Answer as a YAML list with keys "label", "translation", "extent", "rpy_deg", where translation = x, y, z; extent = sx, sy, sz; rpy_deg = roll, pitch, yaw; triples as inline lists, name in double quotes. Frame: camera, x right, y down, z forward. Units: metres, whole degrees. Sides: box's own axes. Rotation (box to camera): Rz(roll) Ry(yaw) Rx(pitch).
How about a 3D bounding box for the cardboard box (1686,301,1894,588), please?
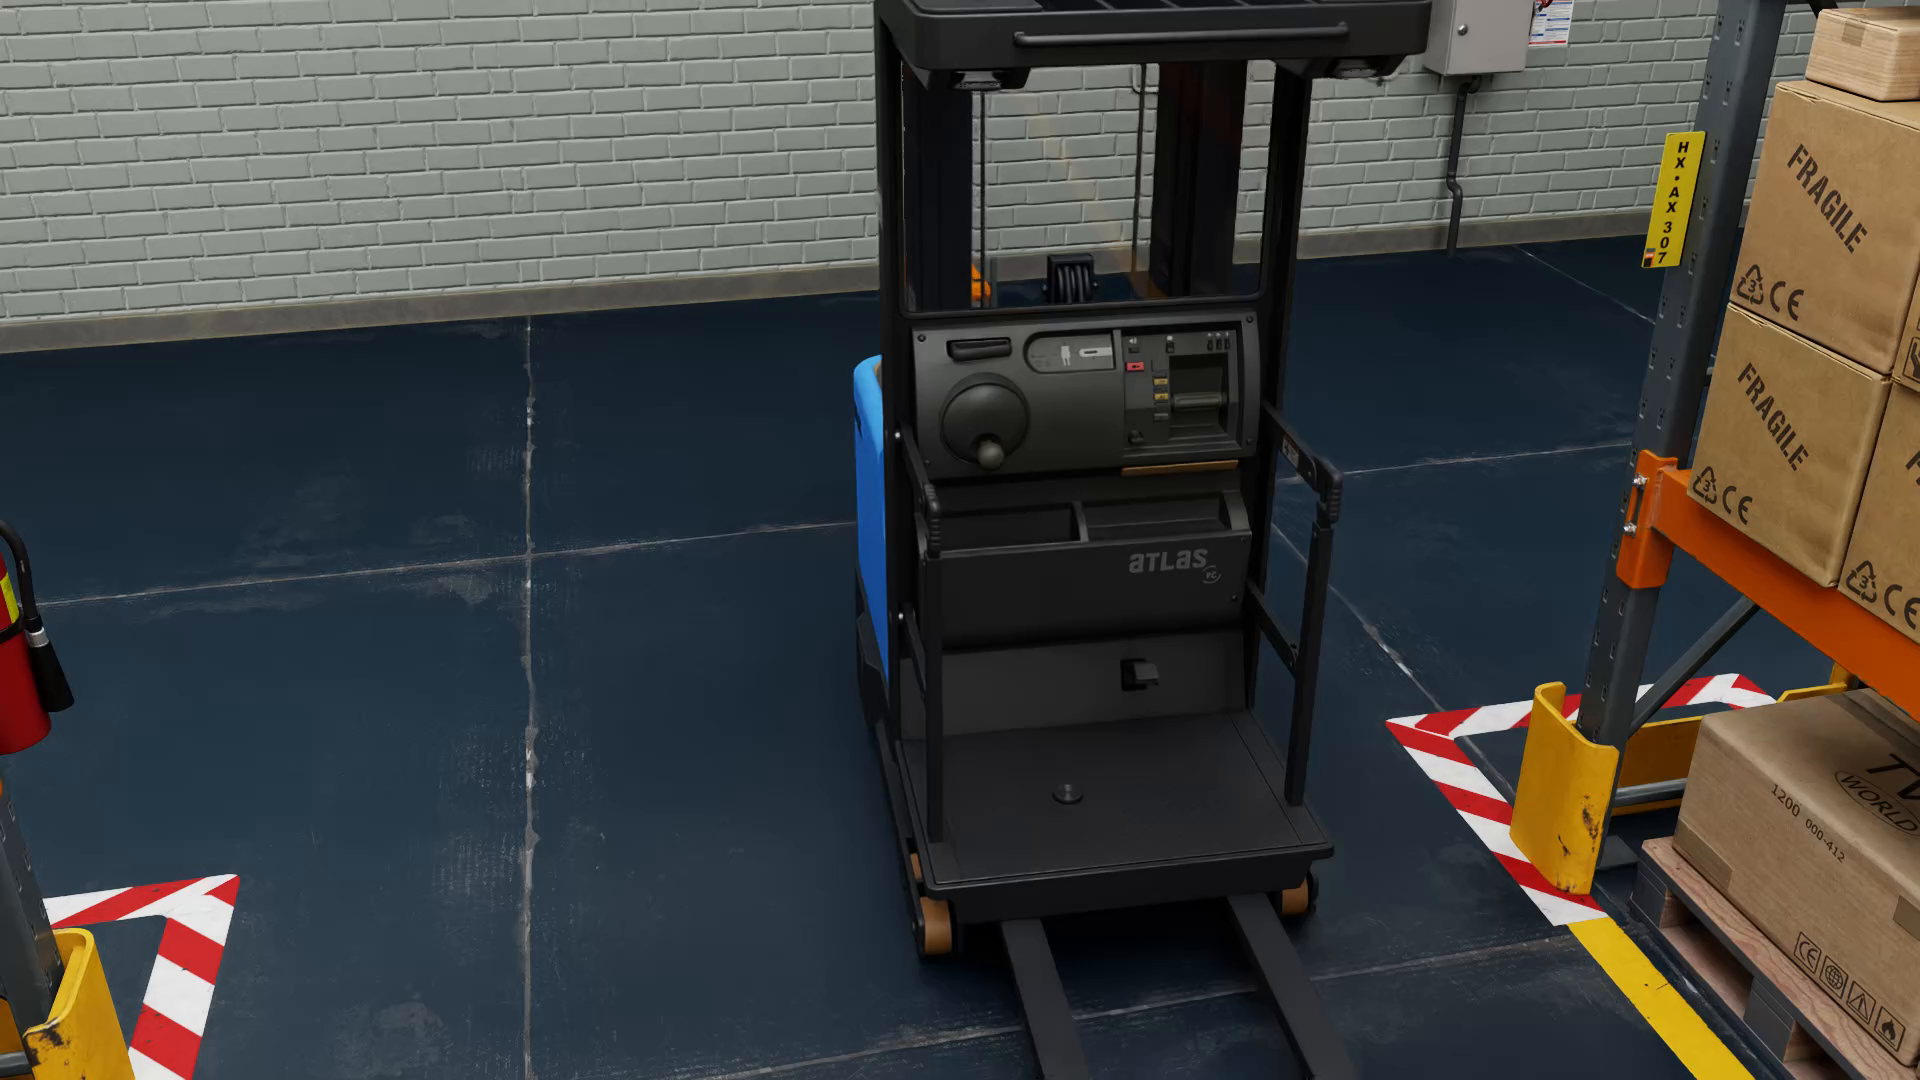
- label: "cardboard box"
  translation: [2.078, -0.249, 3.803]
  extent: [0.500, 0.500, 0.500]
  rpy_deg: [-6, 27, -12]

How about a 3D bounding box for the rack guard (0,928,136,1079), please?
- label: "rack guard"
  translation: [-2.533, 1.252, 3.714]
  extent: [1.175, 0.500, 0.348]
  rpy_deg: [-6, 27, -12]

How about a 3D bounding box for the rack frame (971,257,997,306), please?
- label: "rack frame"
  translation: [0.018, -0.501, 6.411]
  extent: [0.240, 1.200, 0.015]
  rpy_deg: [-6, 27, -12]

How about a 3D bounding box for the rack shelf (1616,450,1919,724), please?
- label: "rack shelf"
  translation: [2.700, 0.755, 2.723]
  extent: [1.077, 0.370, 4.000]
  rpy_deg: [-6, 27, -12]

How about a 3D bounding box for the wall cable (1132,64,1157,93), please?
- label: "wall cable"
  translation: [0.956, -3.385, 8.965]
  extent: [0.585, 1.953, 0.123]
  rpy_deg: [-6, 27, -12]

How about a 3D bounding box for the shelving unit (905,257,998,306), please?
- label: "shelving unit"
  translation: [-0.037, -0.608, 6.624]
  extent: [0.258, 1.200, 0.503]
  rpy_deg: [-6, 27, -12]

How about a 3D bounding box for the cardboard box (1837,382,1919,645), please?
- label: "cardboard box"
  translation: [2.219, -0.030, 3.369]
  extent: [0.500, 0.500, 0.500]
  rpy_deg: [-6, 27, -12]

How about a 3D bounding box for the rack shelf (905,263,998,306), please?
- label: "rack shelf"
  translation: [-0.037, -0.959, 6.447]
  extent: [0.258, 0.148, 0.480]
  rpy_deg: [-6, 27, -12]

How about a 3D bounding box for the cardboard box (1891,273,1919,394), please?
- label: "cardboard box"
  translation: [2.203, -0.469, 3.130]
  extent: [0.500, 0.500, 0.500]
  rpy_deg: [-7, 28, -13]

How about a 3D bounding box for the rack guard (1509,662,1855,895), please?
- label: "rack guard"
  translation: [2.244, 0.661, 4.885]
  extent: [1.175, 0.500, 0.348]
  rpy_deg: [-6, 27, -12]

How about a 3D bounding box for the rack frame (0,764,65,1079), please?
- label: "rack frame"
  translation: [-2.554, 0.103, 3.216]
  extent: [0.949, 2.616, 0.053]
  rpy_deg: [-6, 27, -12]

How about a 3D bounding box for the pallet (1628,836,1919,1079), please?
- label: "pallet"
  translation: [2.506, 1.144, 4.250]
  extent: [1.003, 0.211, 1.213]
  rpy_deg: [-6, 27, -12]

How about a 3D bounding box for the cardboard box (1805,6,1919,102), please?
- label: "cardboard box"
  translation: [2.060, -1.041, 3.542]
  extent: [0.380, 0.149, 0.250]
  rpy_deg: [-5, 27, -11]

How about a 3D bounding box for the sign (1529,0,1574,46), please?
- label: "sign"
  translation: [3.470, -3.165, 9.797]
  extent: [0.329, 0.494, 0.001]
  rpy_deg: [-6, 27, -12]

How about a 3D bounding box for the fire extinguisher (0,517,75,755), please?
- label: "fire extinguisher"
  translation: [-2.158, 0.147, 3.630]
  extent: [0.296, 0.674, 0.183]
  rpy_deg: [-6, 27, -12]

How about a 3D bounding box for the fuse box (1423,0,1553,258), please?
- label: "fuse box"
  translation: [3.036, -2.491, 9.787]
  extent: [0.539, 1.711, 0.414]
  rpy_deg: [-6, 27, -12]

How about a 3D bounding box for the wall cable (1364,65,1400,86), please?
- label: "wall cable"
  translation: [2.335, -3.520, 9.267]
  extent: [0.588, 1.984, 0.122]
  rpy_deg: [-6, 27, -12]

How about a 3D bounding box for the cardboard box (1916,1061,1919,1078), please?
- label: "cardboard box"
  translation: [2.710, 1.193, 3.435]
  extent: [0.875, 0.438, 0.875]
  rpy_deg: [-5, 27, -10]

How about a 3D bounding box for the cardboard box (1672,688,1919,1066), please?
- label: "cardboard box"
  translation: [2.496, 0.792, 4.230]
  extent: [0.875, 0.438, 0.875]
  rpy_deg: [-7, 28, -13]

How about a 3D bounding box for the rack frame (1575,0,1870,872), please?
- label: "rack frame"
  translation: [2.250, -0.444, 4.301]
  extent: [1.000, 3.000, 0.127]
  rpy_deg: [-6, 27, -12]

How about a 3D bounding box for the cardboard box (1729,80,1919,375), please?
- label: "cardboard box"
  translation: [2.080, -0.695, 3.578]
  extent: [0.500, 0.500, 0.500]
  rpy_deg: [-7, 28, -13]

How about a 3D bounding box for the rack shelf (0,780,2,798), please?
- label: "rack shelf"
  translation: [-2.100, 1.302, 1.640]
  extent: [1.077, 0.370, 4.000]
  rpy_deg: [-6, 27, -12]

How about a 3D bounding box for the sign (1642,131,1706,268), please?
- label: "sign"
  translation: [1.707, -0.812, 3.982]
  extent: [0.100, 0.325, 0.005]
  rpy_deg: [-6, 27, -12]

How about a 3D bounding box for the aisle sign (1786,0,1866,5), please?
- label: "aisle sign"
  translation: [1.951, -1.607, 3.719]
  extent: [0.394, 0.787, 0.004]
  rpy_deg: [-6, 27, -12]

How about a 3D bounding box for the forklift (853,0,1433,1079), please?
- label: "forklift"
  translation: [0.377, -0.356, 4.202]
  extent: [1.130, 2.935, 3.031]
  rpy_deg: [-4, 27, -8]
